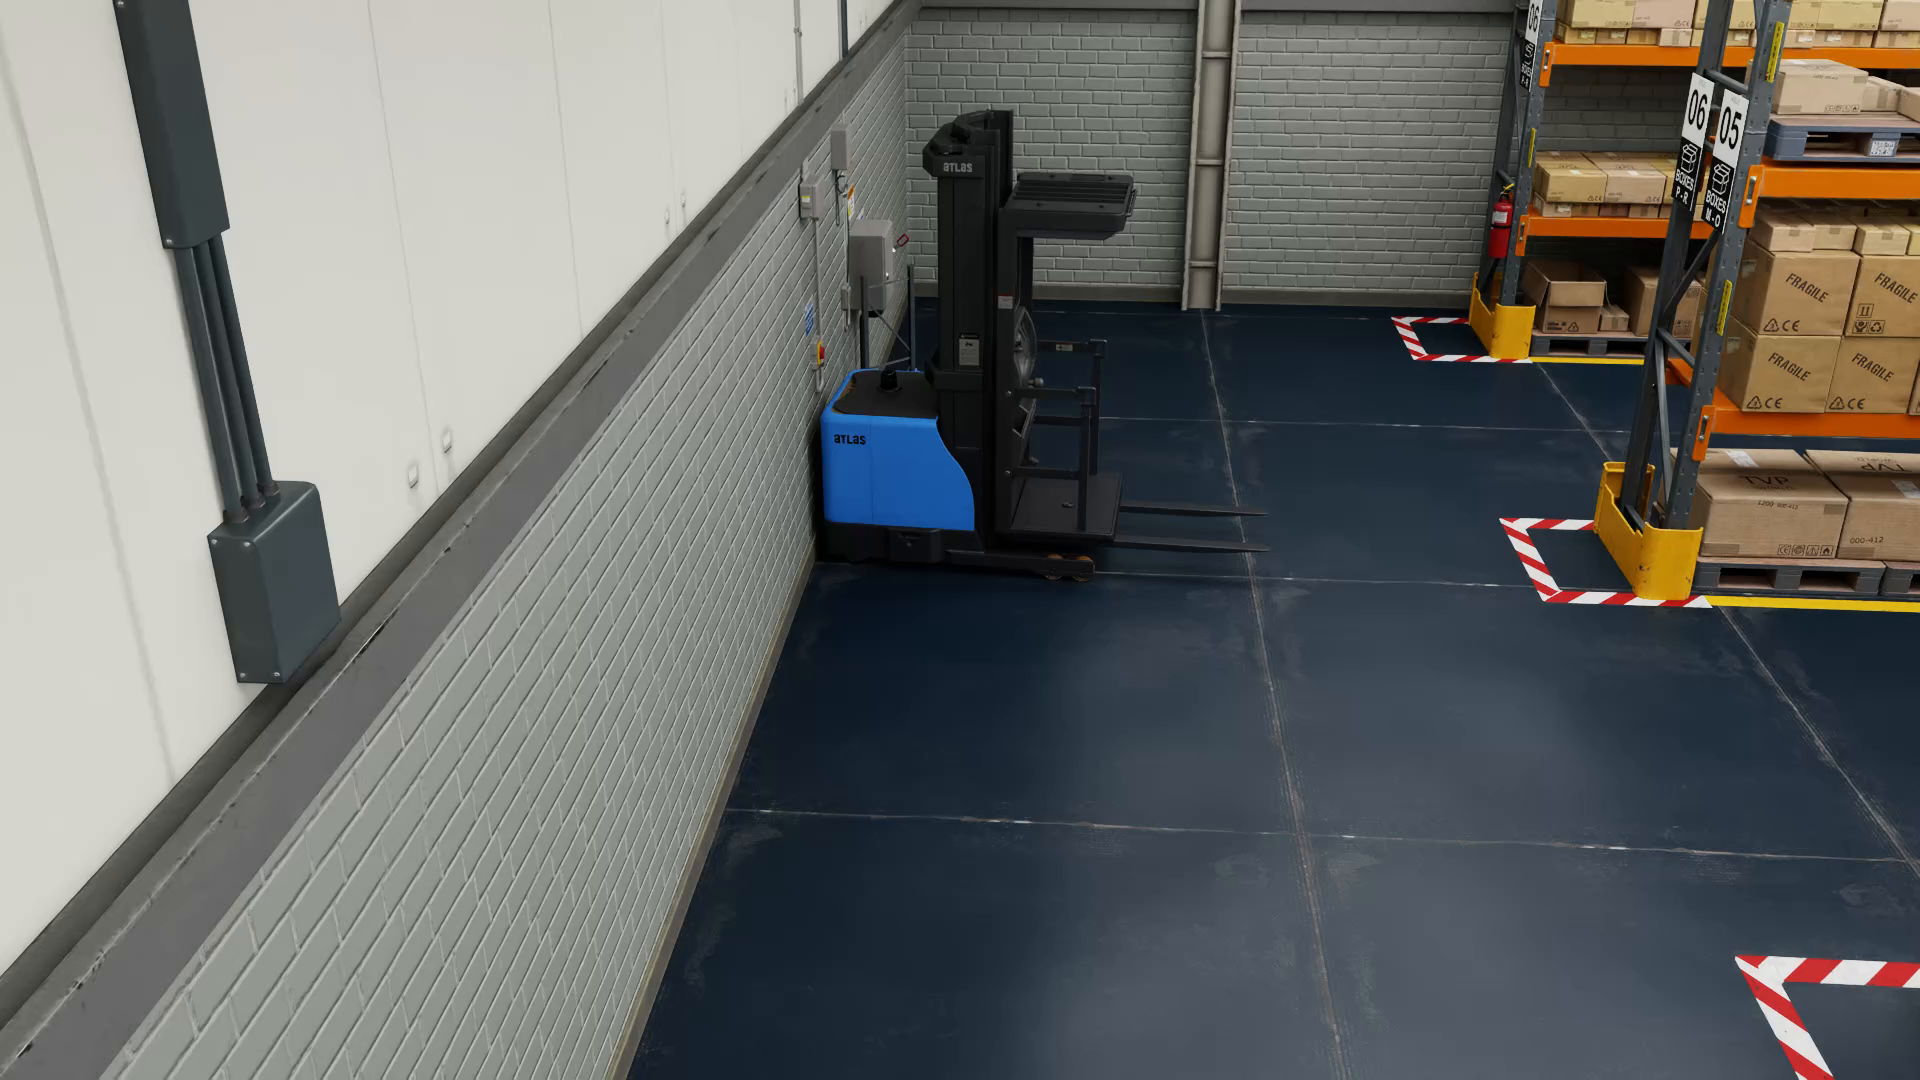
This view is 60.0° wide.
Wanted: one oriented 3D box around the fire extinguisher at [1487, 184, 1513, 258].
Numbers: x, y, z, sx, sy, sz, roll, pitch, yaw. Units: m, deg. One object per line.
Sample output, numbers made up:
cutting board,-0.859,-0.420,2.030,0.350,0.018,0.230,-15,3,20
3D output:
fire extinguisher,4.880,-2.888,14.977,0.183,0.674,0.296,2,25,4

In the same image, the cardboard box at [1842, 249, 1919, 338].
cardboard box,5.659,-1.564,10.244,0.500,0.500,0.500,1,25,3

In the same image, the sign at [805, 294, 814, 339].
sign,-1.003,-1.487,11.070,0.001,0.218,0.327,2,25,4

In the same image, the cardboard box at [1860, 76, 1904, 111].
cardboard box,5.566,-2.740,10.205,0.250,0.149,0.380,0,25,0

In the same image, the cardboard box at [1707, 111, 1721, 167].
cardboard box,6.990,-3.514,14.724,0.500,0.500,0.500,2,25,5

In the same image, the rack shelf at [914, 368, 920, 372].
rack shelf,-0.215,-1.047,12.662,0.538,0.185,1.000,-20,31,-37

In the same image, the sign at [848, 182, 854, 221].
sign,-0.842,-2.612,12.850,0.001,0.242,0.339,2,25,4

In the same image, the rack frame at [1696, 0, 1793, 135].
rack frame,4.686,-3.937,9.541,0.127,3.000,1.000,2,25,4

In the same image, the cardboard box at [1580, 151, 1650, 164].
cardboard box,6.055,-3.427,15.432,0.500,0.250,0.500,2,25,4

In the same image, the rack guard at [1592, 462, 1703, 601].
rack guard,4.662,-0.077,11.319,0.348,0.500,1.175,2,25,4

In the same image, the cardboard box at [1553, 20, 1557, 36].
cardboard box,5.399,-4.615,14.904,0.250,0.149,0.380,2,25,5

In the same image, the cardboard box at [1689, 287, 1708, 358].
cardboard box,5.187,-1.352,10.980,0.500,0.500,0.500,2,25,4

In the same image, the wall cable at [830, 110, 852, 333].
wall cable,-0.841,-2.435,12.239,0.122,1.984,0.588,2,25,4

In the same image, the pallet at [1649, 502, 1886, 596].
pallet,5.489,0.048,11.393,1.213,0.211,1.003,2,25,4

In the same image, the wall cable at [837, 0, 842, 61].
wall cable,-0.947,-4.315,10.362,0.029,3.000,2.355,2,25,4

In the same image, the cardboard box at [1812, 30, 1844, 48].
cardboard box,7.398,-4.347,14.321,0.250,0.149,0.380,2,25,5

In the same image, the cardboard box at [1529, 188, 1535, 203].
cardboard box,5.413,-3.268,15.564,0.250,0.149,0.380,2,25,3

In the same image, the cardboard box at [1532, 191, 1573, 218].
cardboard box,5.369,-3.042,15.072,0.250,0.149,0.380,2,25,4

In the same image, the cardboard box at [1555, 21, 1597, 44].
cardboard box,5.362,-4.422,14.484,0.250,0.149,0.380,2,25,5

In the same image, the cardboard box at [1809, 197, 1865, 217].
cardboard box,5.578,-2.107,10.648,0.250,0.149,0.380,2,25,3

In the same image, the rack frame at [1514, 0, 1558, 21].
rack frame,5.062,-6.006,14.037,0.127,3.000,1.000,2,25,4

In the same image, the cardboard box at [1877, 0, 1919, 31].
cardboard box,8.031,-4.506,14.189,0.500,0.250,0.500,1,25,2

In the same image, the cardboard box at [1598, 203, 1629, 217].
cardboard box,5.891,-3.059,15.110,0.250,0.149,0.380,2,25,3

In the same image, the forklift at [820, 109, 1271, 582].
forklift,0.619,-1.292,11.052,3.031,2.935,1.130,4,25,8

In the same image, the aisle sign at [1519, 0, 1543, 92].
aisle sign,4.972,-4.341,14.487,0.004,0.787,0.394,2,25,4

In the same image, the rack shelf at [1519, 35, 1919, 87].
rack shelf,7.057,-4.252,14.675,4.000,0.370,1.077,2,25,4

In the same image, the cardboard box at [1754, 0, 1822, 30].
cardboard box,7.019,-4.546,14.276,0.500,0.250,0.500,1,25,3

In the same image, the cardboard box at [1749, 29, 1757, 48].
cardboard box,6.884,-4.333,14.289,0.250,0.149,0.380,2,25,4

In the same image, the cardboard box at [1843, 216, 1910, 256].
cardboard box,5.536,-1.844,10.078,0.250,0.149,0.380,3,25,6

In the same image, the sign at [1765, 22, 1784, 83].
sign,4.638,-2.776,9.466,0.005,0.325,0.100,2,25,4

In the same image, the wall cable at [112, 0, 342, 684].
wall cable,-1.447,-2.886,3.407,0.120,5.999,2.277,2,25,4

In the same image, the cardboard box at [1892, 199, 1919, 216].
cardboard box,6.081,-2.044,10.511,0.250,0.149,0.380,2,25,4

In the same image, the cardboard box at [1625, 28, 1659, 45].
cardboard box,5.880,-4.409,14.456,0.250,0.149,0.380,2,25,4

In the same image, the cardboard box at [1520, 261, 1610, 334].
cardboard box,5.665,-2.278,15.597,0.637,0.503,0.797,1,25,2

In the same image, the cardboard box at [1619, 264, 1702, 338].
cardboard box,6.514,-2.233,15.503,0.500,0.500,0.700,3,25,6

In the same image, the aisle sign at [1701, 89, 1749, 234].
aisle sign,4.592,-2.274,9.994,0.004,0.787,0.394,2,25,4

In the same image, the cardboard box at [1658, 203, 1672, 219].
cardboard box,6.404,-3.019,15.023,0.250,0.149,0.380,2,25,5

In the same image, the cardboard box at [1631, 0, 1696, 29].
cardboard box,5.992,-4.575,14.338,0.500,0.250,0.500,2,25,5

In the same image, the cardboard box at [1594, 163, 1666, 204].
cardboard box,5.997,-3.205,14.950,0.500,0.250,0.500,2,25,5

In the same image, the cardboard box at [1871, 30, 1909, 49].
cardboard box,7.914,-4.321,14.264,0.250,0.149,0.380,2,25,4

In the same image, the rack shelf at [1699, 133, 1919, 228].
rack shelf,6.680,-2.184,10.179,4.000,0.370,1.077,2,25,4

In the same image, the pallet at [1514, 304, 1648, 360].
pallet,5.933,-1.986,15.814,1.213,0.211,1.003,2,25,4

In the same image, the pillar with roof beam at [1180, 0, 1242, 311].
pillar with roof beam,2.113,-4.674,11.142,0.400,9.000,9.100,2,25,4

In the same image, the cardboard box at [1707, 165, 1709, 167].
cardboard box,7.014,-3.182,14.901,0.500,0.250,0.500,1,25,3

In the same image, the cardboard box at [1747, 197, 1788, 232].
cardboard box,5.059,-2.078,10.586,0.250,0.149,0.380,2,25,5

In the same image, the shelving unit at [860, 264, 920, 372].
shelving unit,-0.215,-1.211,12.587,0.538,1.500,1.048,-20,31,-37

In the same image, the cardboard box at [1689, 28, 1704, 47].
cardboard box,6.383,-4.353,14.334,0.250,0.149,0.380,2,25,4

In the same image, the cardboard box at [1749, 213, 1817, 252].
cardboard box,5.019,-1.879,10.154,0.250,0.149,0.380,2,25,5

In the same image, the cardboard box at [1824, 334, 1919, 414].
cardboard box,5.649,-1.118,10.471,0.500,0.500,0.500,1,25,3

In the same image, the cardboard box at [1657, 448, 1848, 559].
cardboard box,5.352,-0.259,11.287,0.875,0.438,0.875,1,25,2

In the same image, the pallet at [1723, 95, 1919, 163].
pallet,5.427,-2.515,10.144,1.213,0.211,1.003,2,25,4
